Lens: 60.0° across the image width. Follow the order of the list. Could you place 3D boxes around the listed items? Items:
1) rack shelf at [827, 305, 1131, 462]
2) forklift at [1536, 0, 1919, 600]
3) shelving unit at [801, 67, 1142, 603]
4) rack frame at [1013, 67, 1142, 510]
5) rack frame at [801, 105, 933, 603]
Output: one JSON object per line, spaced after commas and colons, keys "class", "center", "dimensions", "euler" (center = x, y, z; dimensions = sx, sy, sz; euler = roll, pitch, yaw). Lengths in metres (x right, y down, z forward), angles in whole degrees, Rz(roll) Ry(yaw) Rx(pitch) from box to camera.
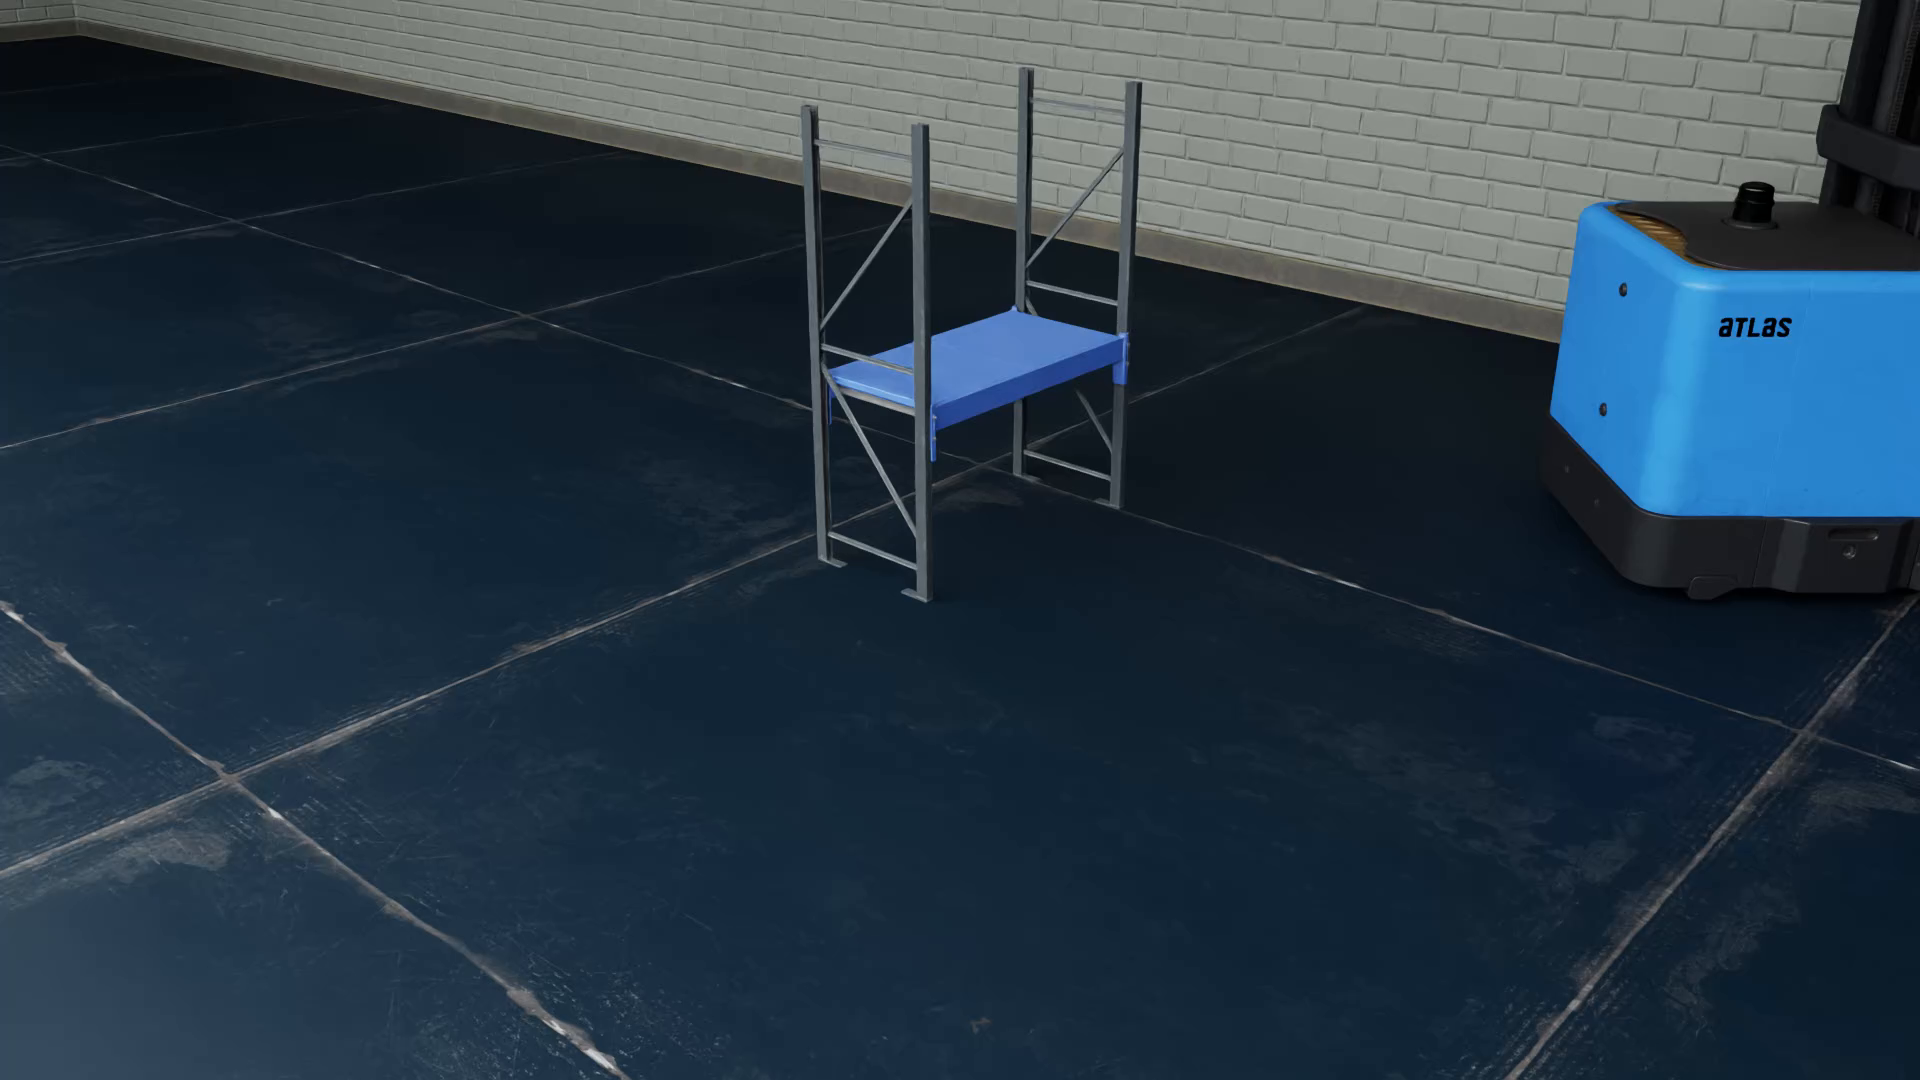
{"class": "rack shelf", "center": [0.057, -0.546, 5.575], "dimensions": [0.538, 0.185, 1.000], "euler": [20, 31, 38]}
{"class": "forklift", "center": [3.630, -1.333, 5.141], "dimensions": [3.031, 2.935, 1.130], "euler": [0, 24, 0]}
{"class": "shelving unit", "center": [0.057, -0.710, 5.501], "dimensions": [0.538, 1.500, 1.048], "euler": [20, 31, 38]}
{"class": "rack frame", "center": [0.396, -0.865, 5.847], "dimensions": [0.500, 1.500, 0.032], "euler": [20, 31, 38]}
{"class": "rack frame", "center": [-0.282, -0.555, 5.156], "dimensions": [0.500, 1.500, 0.032], "euler": [20, 31, 38]}
